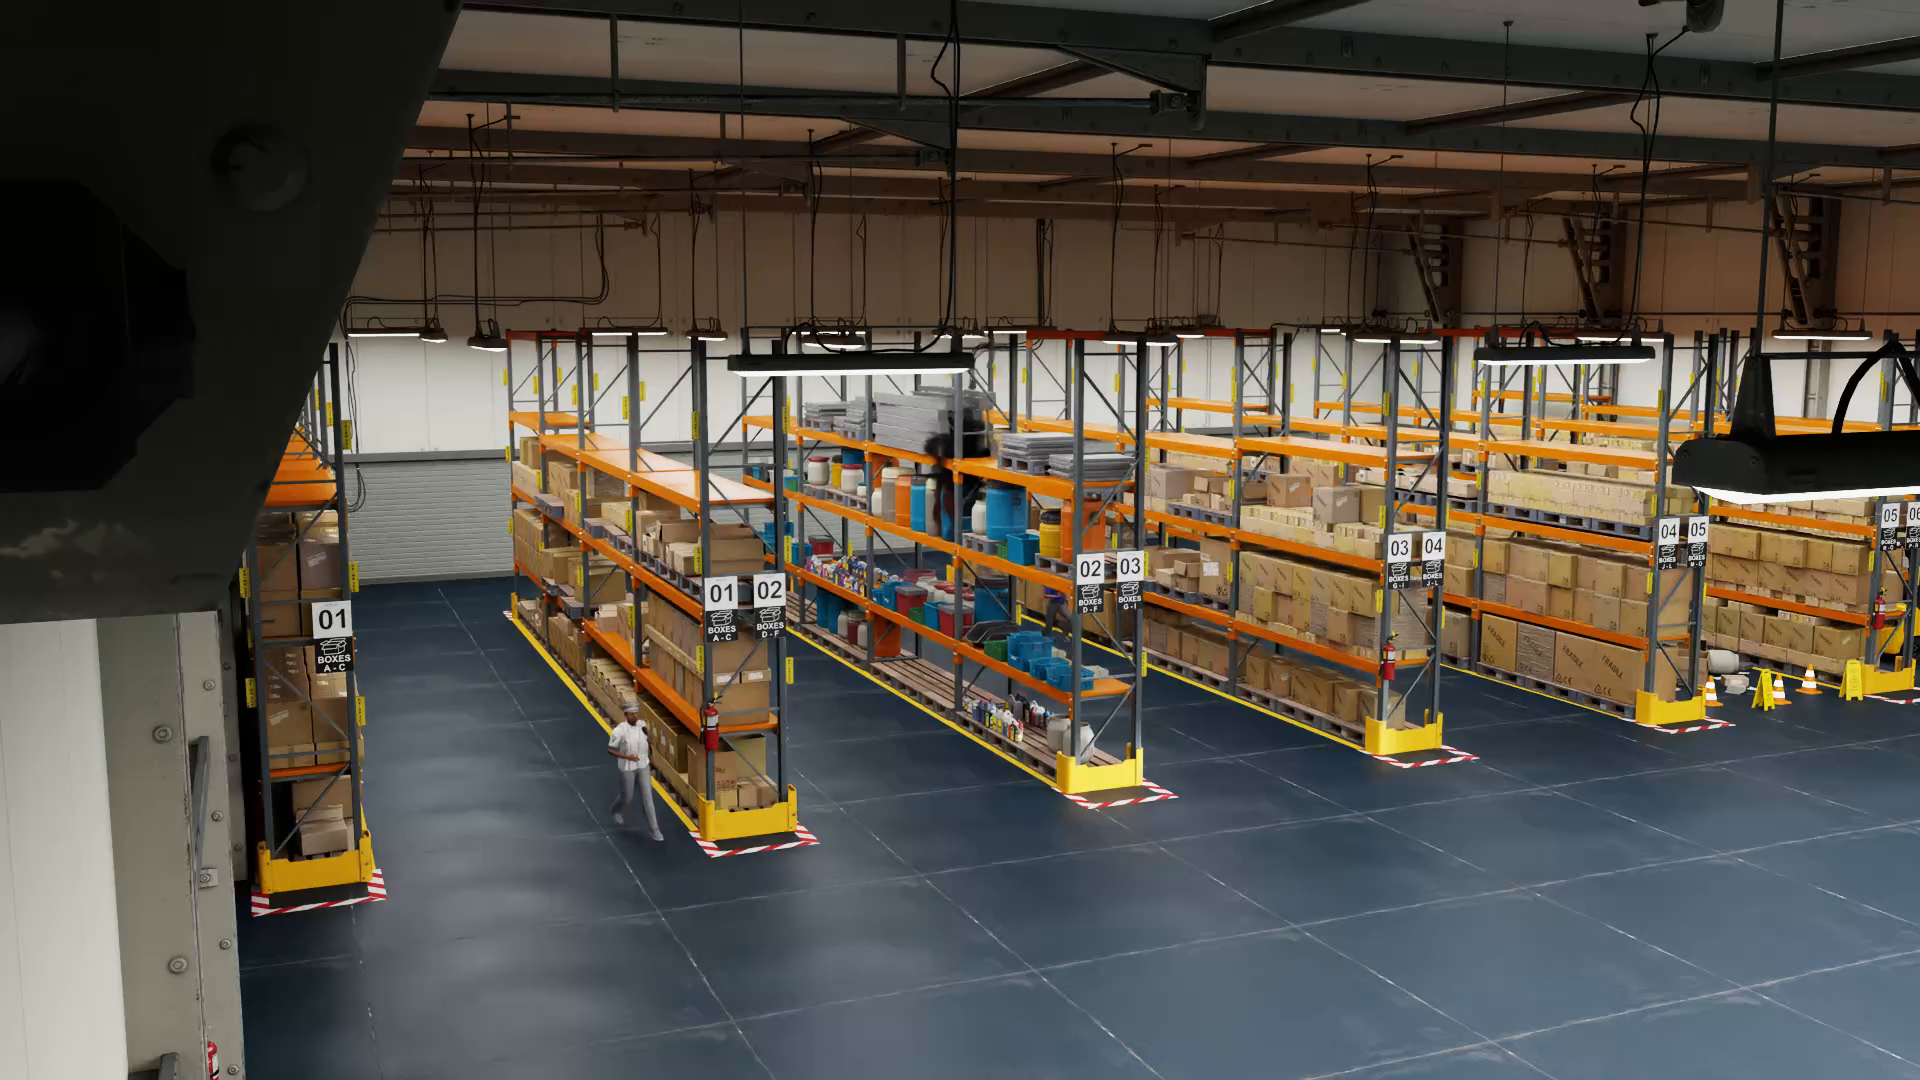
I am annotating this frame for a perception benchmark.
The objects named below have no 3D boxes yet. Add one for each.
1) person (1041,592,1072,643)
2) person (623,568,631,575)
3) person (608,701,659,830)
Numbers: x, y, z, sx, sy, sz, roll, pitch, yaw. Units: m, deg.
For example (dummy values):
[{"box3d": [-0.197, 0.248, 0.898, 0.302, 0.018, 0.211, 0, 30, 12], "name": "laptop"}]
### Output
[{"box3d": [1.792, 1.262, 31.003, 0.575, 1.610, 0.938, -3, 9, -24], "name": "person"}, {"box3d": [-6.677, 0.792, 34.692, 0.725, 1.703, 0.628, -7, 10, -41], "name": "person"}, {"box3d": [-3.984, 2.701, 20.121, 0.619, 1.595, 0.777, -6, 10, -39], "name": "person"}]
